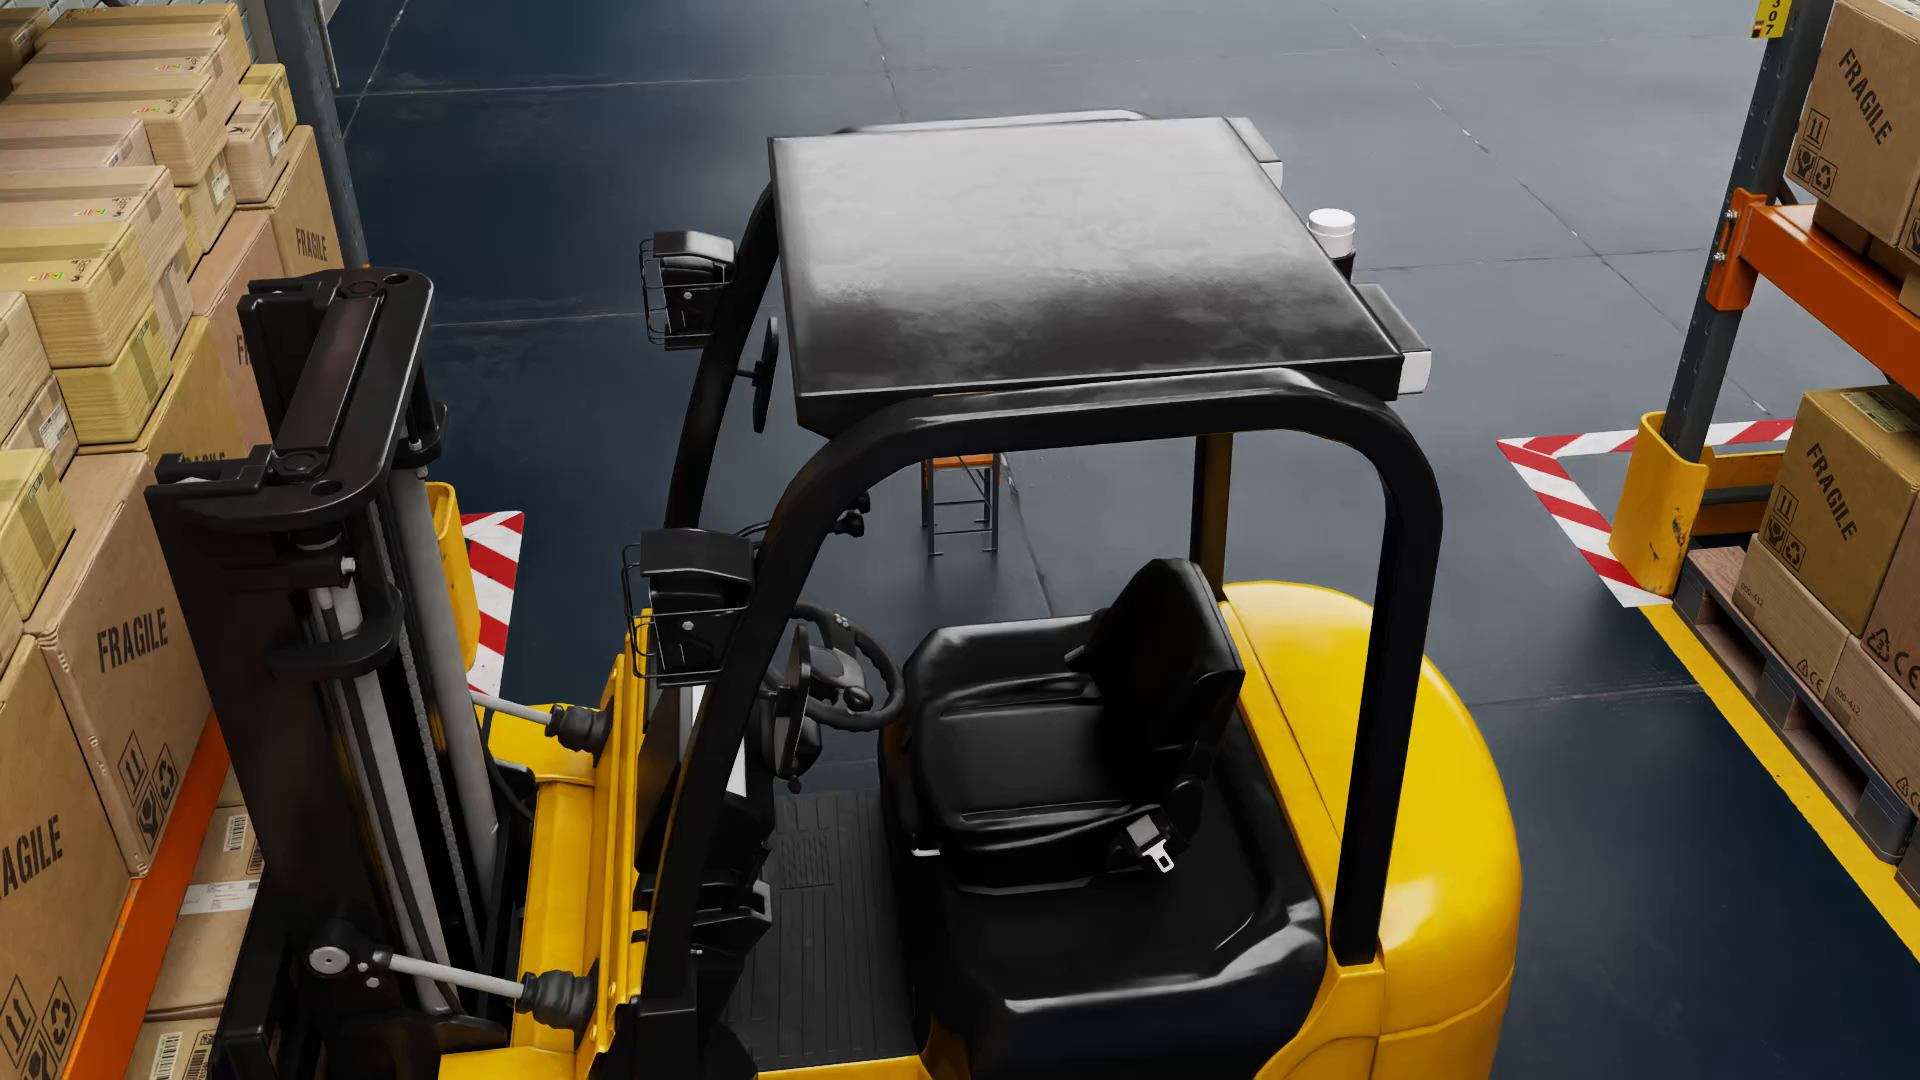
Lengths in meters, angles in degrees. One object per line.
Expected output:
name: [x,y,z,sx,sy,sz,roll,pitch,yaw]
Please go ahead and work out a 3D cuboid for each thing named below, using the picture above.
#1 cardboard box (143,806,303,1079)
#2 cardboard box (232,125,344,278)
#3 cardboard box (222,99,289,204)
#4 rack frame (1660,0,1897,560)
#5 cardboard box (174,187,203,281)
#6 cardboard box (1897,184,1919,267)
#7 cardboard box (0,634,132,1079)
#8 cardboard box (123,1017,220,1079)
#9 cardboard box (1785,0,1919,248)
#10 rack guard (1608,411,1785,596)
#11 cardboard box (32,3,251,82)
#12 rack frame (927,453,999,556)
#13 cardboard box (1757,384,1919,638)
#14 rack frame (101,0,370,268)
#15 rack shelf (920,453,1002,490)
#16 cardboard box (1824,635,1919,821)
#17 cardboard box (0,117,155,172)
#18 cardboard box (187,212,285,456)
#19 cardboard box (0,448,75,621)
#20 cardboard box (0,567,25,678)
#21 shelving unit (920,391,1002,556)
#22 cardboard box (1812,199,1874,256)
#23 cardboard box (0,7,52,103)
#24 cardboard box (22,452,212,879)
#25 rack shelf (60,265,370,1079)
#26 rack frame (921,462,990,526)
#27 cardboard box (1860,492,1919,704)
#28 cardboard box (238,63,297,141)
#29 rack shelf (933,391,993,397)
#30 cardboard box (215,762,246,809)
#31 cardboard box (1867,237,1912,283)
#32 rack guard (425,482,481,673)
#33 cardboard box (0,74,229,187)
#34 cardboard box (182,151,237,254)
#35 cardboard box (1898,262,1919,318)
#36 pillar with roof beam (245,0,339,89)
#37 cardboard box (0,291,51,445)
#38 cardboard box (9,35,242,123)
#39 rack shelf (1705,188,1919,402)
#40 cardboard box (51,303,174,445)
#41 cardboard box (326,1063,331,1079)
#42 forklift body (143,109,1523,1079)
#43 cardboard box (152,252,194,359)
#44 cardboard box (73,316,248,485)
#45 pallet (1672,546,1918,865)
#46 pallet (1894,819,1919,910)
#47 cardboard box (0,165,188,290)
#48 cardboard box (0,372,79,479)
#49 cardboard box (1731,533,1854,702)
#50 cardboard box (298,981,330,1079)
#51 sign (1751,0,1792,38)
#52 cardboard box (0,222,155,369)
cardboard box: [-1.522,0.776,3.129,0.500,0.250,0.500,-5,35,-7]
cardboard box: [-1.780,-0.643,3.940,0.500,0.500,0.500,-5,35,-7]
cardboard box: [-1.718,-0.853,3.673,0.380,0.149,0.250,-4,34,-6]
rack frame: [2.812,-1.234,4.897,1.000,3.000,0.127,-4,35,-6]
cardboard box: [-1.722,-0.564,3.249,0.380,0.149,0.250,-5,35,-7]
cardboard box: [2.674,-0.824,3.943,0.500,0.500,0.500,-3,34,-5]
cardboard box: [-1.525,0.496,2.270,0.500,0.500,0.500,-5,35,-7]
cardboard box: [-1.459,1.069,2.698,0.500,0.250,0.500,-3,34,-5]
cardboard box: [2.601,-1.113,4.366,0.500,0.500,0.500,-5,35,-7]
rack guard: [2.822,-0.159,5.539,1.175,0.500,0.348,-4,35,-6]
cardboard box: [-1.849,-1.104,3.778,0.380,0.149,0.250,-4,35,-6]
rack frame: [0.010,-0.453,5.349,0.240,1.200,0.006,-4,35,-6]
cardboard box: [2.650,-0.097,4.631,0.500,0.500,0.500,-5,35,-8]
rack frame: [-2.106,-0.856,4.342,1.000,3.000,0.127,-4,35,-6]
rack shelf: [-0.002,-0.269,5.584,0.258,0.103,0.180,-4,35,-6]
cardboard box: [2.708,0.485,4.443,0.500,0.250,0.500,-3,34,-5]
cardboard box: [-1.763,-0.681,3.156,0.380,0.149,0.250,-4,34,-6]
cardboard box: [-1.719,-0.352,3.515,0.500,0.500,0.500,-3,34,-5]
cardboard box: [-1.539,0.005,2.415,0.380,0.149,0.250,-5,35,-7]
cardboard box: [-1.494,0.153,2.198,0.380,0.149,0.250,-5,35,-8]
shelving unit: [-0.002,-0.504,5.424,0.258,1.200,0.189,-4,35,-6]
cardboard box: [2.653,-0.925,4.667,0.380,0.149,0.250,-4,35,-6]
cardboard box: [-2.273,-1.085,3.749,0.380,0.149,0.250,-5,35,-7]
cardboard box: [-1.571,0.213,2.685,0.500,0.500,0.500,-4,34,-6]
rack shelf: [-1.837,0.557,2.907,1.077,0.370,4.000,-4,35,-6]
rack frame: [-0.014,-0.555,5.499,0.240,1.200,0.006,-4,35,-6]
cardboard box: [2.725,0.195,4.204,0.500,0.500,0.500,-6,35,-8]
cardboard box: [-1.782,-0.993,3.879,0.380,0.149,0.250,-4,34,-6]
rack shelf: [-0.002,-0.467,5.449,0.258,0.103,0.180,-4,35,-6]
cardboard box: [-1.583,0.492,3.545,0.500,0.250,0.500,-4,34,-6]
cardboard box: [2.701,-0.785,4.461,0.380,0.149,0.250,-4,34,-6]
rack guard: [-2.109,0.164,5.066,1.175,0.500,0.348,-4,35,-6]
cardboard box: [-1.723,-0.825,3.368,0.380,0.149,0.250,-4,34,-5]
cardboard box: [-1.744,-0.703,3.454,0.380,0.149,0.250,-4,34,-5]
cardboard box: [2.656,-0.631,4.235,0.380,0.149,0.250,-5,35,-8]
pillar with roof beam: [0.553,-6.552,7.374,9.100,9.000,0.400,-4,35,-6]
cardboard box: [-1.637,-0.249,2.523,0.380,0.149,0.250,-4,34,-6]
cardboard box: [-1.785,-0.969,3.579,0.380,0.149,0.250,-4,35,-6]
rack shelf: [3.081,0.179,3.462,1.077,0.370,4.000,-4,35,-6]
cardboard box: [-1.585,-0.279,2.831,0.380,0.149,0.250,-4,34,-6]
cardboard box: [-1.522,1.191,3.407,0.500,0.250,0.500,-3,34,-5]
forklift body: [-0.043,0.415,3.231,2.313,2.155,1.214,-4,35,-6]
cardboard box: [-1.639,-0.419,3.036,0.380,0.149,0.250,-5,35,-8]
cardboard box: [-1.650,-0.066,3.095,0.500,0.500,0.500,-5,35,-7]
pallet: [2.896,0.417,4.951,1.003,0.211,1.213,-4,35,-6]
pallet: [3.057,1.096,3.954,1.003,0.211,1.213,-4,35,-6]
cardboard box: [-1.618,-0.544,2.955,0.380,0.149,0.250,-4,34,-5]
cardboard box: [-1.641,-0.133,2.617,0.380,0.149,0.250,-5,35,-7]
cardboard box: [2.646,0.200,4.862,0.500,0.250,0.500,-5,35,-7]
cardboard box: [-1.520,0.995,3.251,0.500,0.250,0.500,-4,35,-7]
sign: [2.274,-1.551,4.593,0.100,0.325,0.005,-4,35,-6]
cardboard box: [-1.578,-0.400,2.744,0.380,0.149,0.250,-4,34,-5]
